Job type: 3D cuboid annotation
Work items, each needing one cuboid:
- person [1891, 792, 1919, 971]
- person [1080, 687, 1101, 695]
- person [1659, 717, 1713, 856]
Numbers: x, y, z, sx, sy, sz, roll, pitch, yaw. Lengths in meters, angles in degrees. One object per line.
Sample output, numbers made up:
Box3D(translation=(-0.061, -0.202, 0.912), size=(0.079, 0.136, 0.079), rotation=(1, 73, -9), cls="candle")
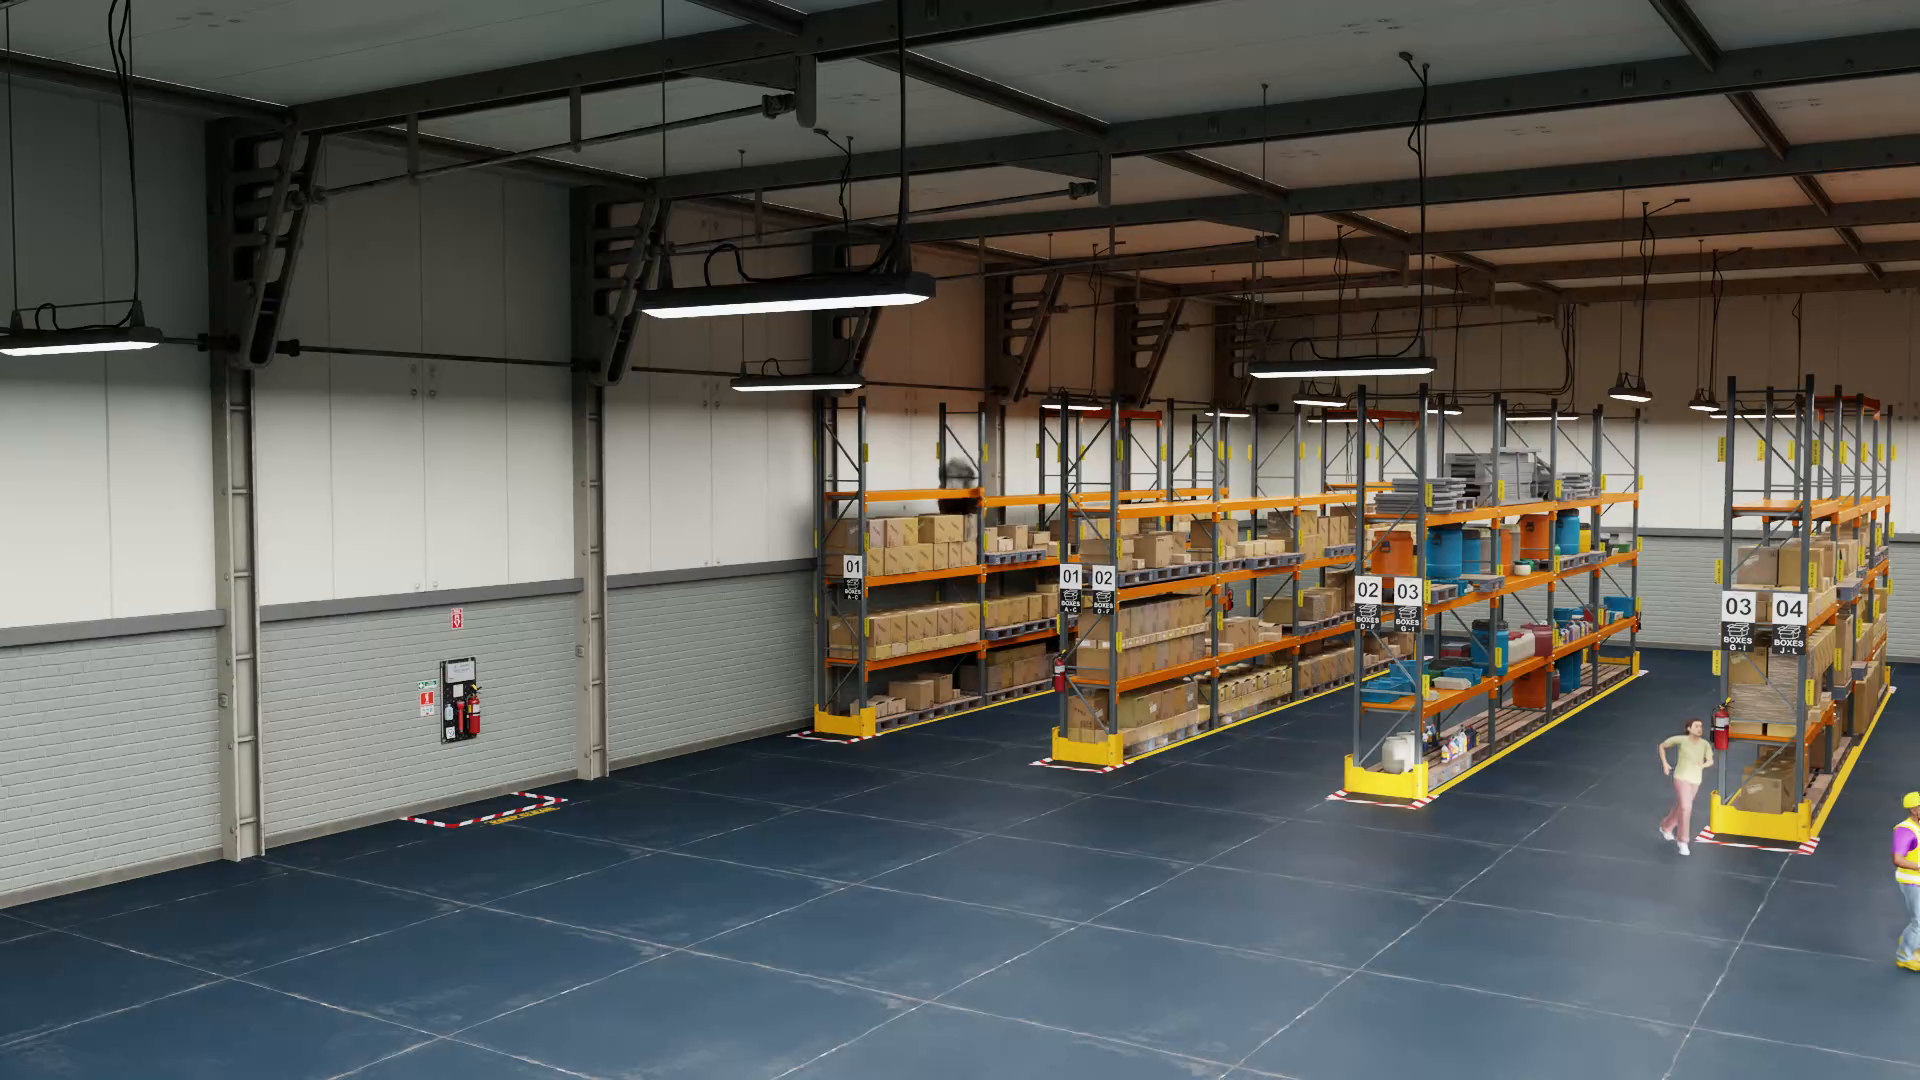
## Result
Box3D(translation=(9.278, 3.287, 15.970), size=(0.687, 1.720, 0.586), rotation=(-2, 3, -29), cls="person")
Box3D(translation=(2.426, 2.555, 30.336), size=(0.638, 1.688, 0.738), rotation=(1, 3, 24), cls="person")
Box3D(translation=(9.212, 3.093, 21.056), size=(0.588, 1.695, 0.826), rotation=(0, 3, -8), cls="person")
